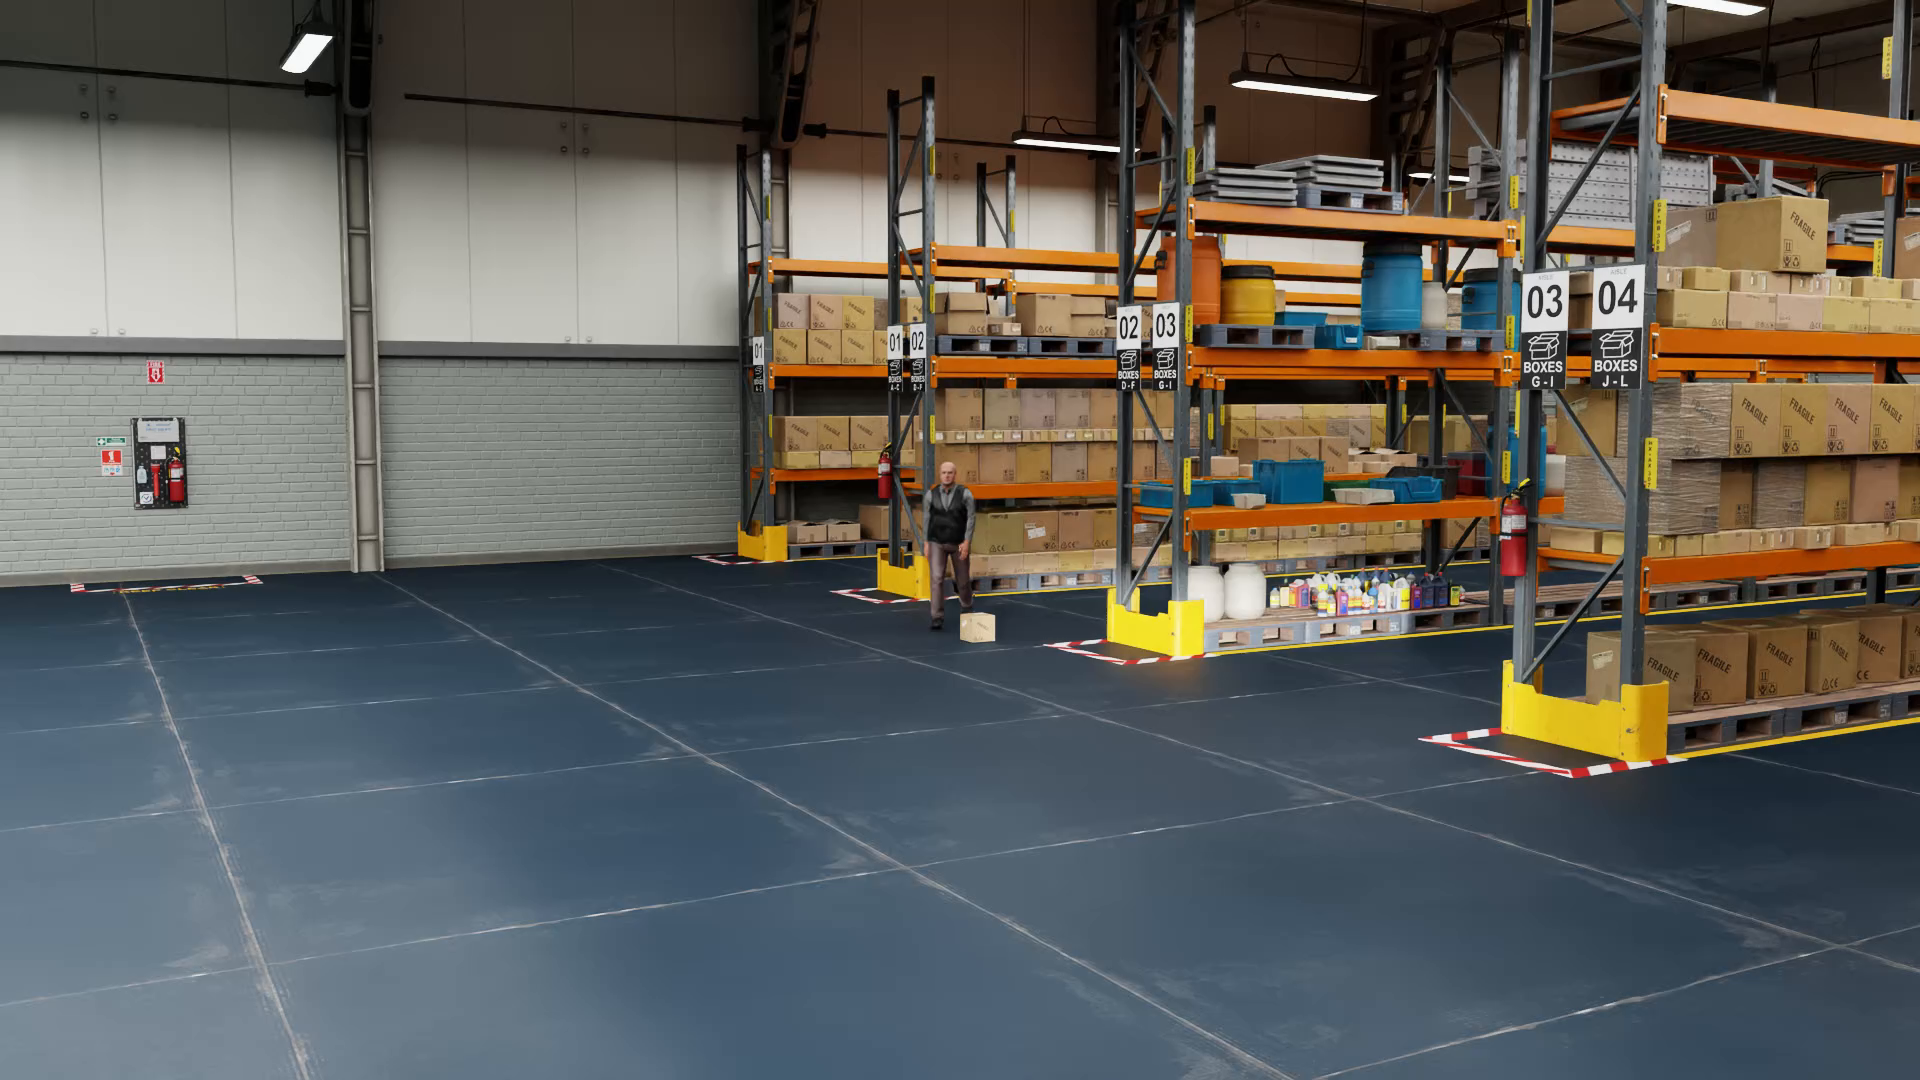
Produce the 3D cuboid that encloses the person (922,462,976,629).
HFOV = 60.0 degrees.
[{"bbox_3d":[-0.112,0.043,16.984,0.555,1.684,1.018,0,5,4],"label":"person"}]
